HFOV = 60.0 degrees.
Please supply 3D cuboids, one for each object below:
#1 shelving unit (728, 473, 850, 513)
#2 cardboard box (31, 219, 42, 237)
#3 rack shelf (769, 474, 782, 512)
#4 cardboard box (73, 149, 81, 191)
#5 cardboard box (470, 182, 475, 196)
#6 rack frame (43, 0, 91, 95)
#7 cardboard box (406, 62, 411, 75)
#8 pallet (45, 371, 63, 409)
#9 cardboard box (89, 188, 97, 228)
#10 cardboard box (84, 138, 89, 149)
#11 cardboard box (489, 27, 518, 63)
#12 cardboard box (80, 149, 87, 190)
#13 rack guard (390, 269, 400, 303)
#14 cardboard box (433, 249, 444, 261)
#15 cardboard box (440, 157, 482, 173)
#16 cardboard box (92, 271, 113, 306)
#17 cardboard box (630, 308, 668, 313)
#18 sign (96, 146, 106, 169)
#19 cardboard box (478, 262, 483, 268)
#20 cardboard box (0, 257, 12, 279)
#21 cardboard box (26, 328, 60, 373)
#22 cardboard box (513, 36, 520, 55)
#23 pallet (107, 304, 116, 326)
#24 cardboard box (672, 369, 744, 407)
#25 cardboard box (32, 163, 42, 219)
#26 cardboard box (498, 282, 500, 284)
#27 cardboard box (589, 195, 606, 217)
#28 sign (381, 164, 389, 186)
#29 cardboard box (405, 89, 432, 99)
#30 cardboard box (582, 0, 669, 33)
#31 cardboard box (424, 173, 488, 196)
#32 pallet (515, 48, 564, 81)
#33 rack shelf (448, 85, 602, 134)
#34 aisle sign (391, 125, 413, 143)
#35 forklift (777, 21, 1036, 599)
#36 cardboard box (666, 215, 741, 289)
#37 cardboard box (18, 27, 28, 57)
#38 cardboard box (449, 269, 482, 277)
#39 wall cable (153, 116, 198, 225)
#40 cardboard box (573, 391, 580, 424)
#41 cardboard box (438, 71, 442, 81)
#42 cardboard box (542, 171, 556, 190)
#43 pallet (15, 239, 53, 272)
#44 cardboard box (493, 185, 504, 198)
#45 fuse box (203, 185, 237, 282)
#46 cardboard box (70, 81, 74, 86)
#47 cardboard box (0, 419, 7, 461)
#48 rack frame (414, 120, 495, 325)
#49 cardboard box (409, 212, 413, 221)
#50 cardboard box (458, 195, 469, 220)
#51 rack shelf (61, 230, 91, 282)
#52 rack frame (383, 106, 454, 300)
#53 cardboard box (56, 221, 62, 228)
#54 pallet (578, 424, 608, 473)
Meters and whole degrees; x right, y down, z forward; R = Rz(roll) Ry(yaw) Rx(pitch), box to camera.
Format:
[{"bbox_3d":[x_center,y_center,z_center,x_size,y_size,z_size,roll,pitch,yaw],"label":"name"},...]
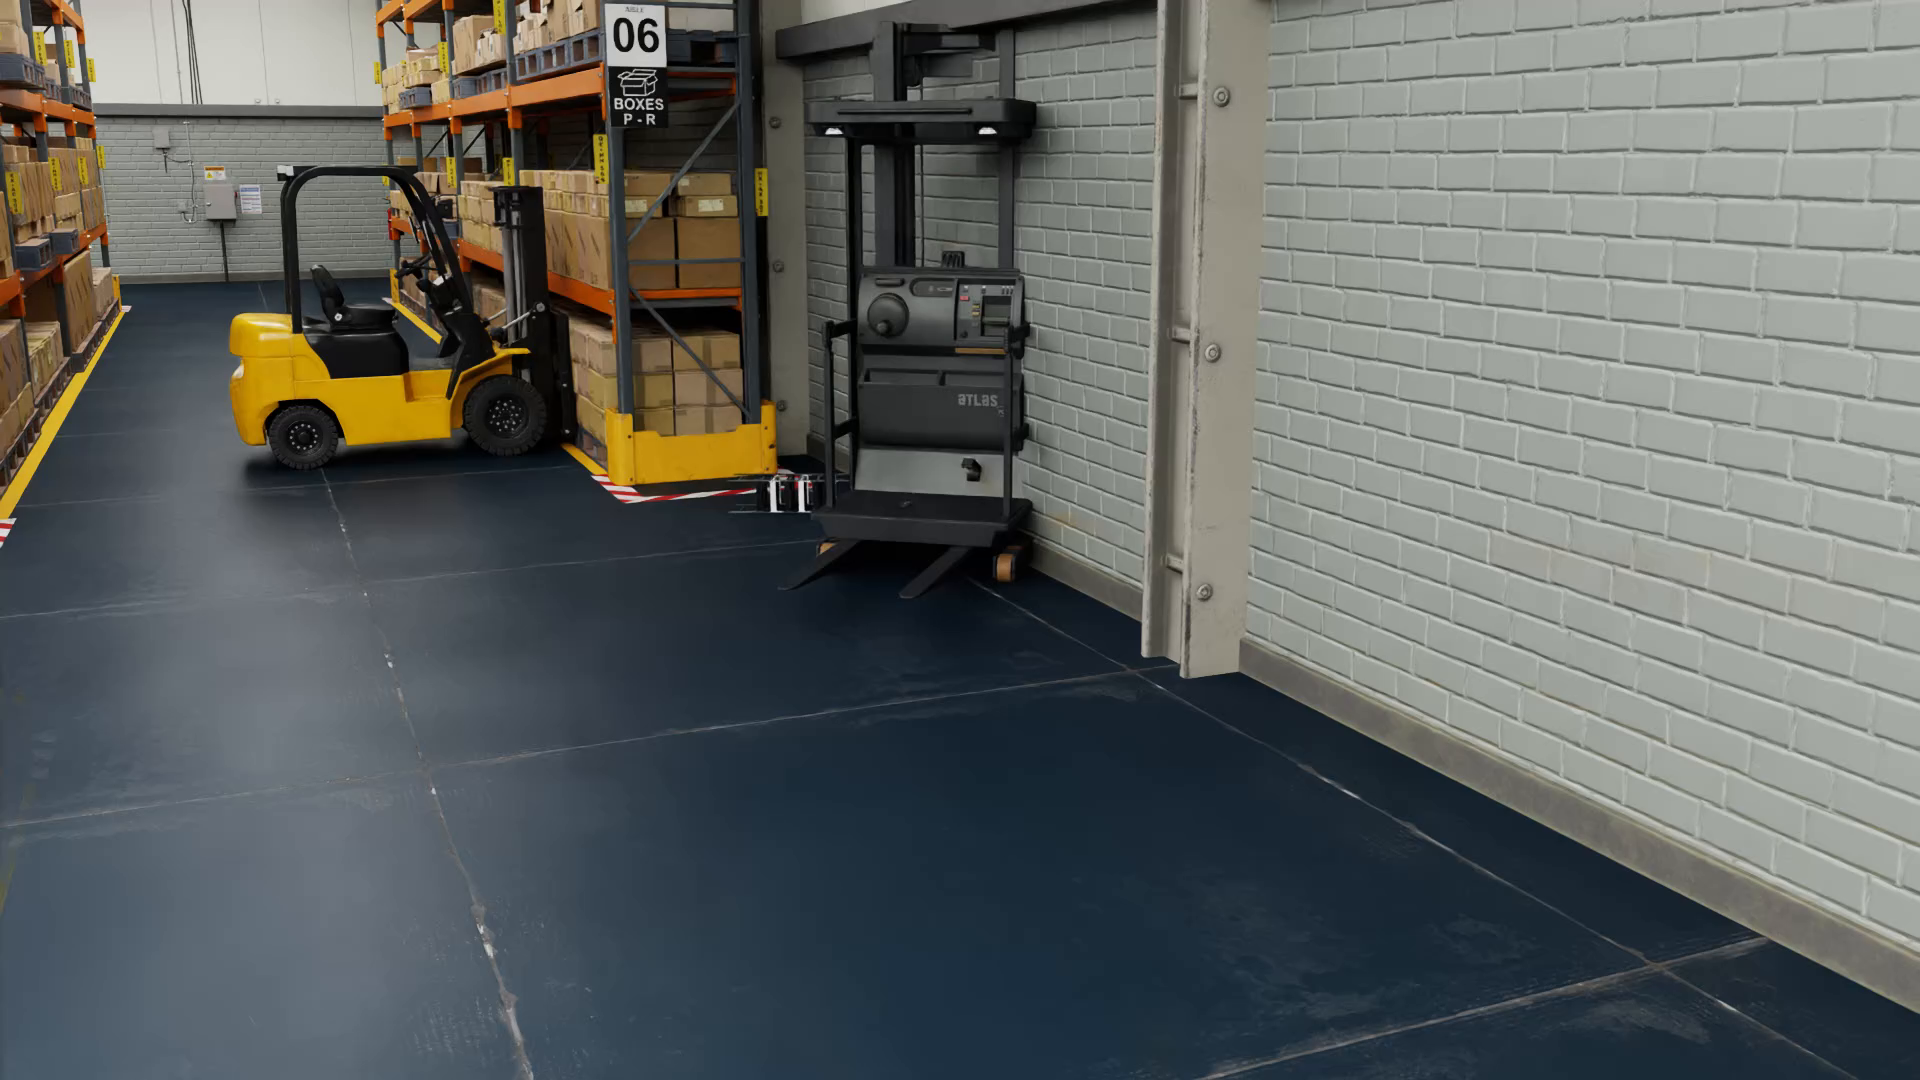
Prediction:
[{"bbox_3d":[-1.022,-0.303,10.696,0.900,0.210,0.258,0,13,2],"label":"shelving unit"},{"bbox_3d":[-8.482,-2.799,14.936,0.380,0.149,0.250,-5,14,-21],"label":"cardboard box"},{"bbox_3d":[-1.168,-0.303,10.701,0.077,0.200,0.258,0,13,2],"label":"rack shelf"},{"bbox_3d":[-10.849,-4.421,19.880,0.500,0.500,0.500,-5,14,-21],"label":"cardboard box"},{"bbox_3d":[-5.017,-3.744,17.734,0.380,0.149,0.250,-5,14,-21],"label":"cardboard box"},{"bbox_3d":[-12.861,-7.704,23.199,1.000,3.000,0.127,-6,14,-23],"label":"rack frame"},{"bbox_3d":[-6.759,-5.935,20.952,0.380,0.149,0.250,-6,14,-24],"label":"cardboard box"},{"bbox_3d":[-8.860,-1.357,15.263,1.003,0.211,1.213,-6,14,-23],"label":"pallet"},{"bbox_3d":[-11.598,-4.332,21.712,0.500,0.500,0.500,-6,14,-23],"label":"cardboard box"},{"bbox_3d":[-12.166,-5.425,22.781,0.380,0.149,0.250,-5,14,-22],"label":"cardboard box"},{"bbox_3d":[-4.020,-4.550,15.268,0.500,0.311,0.500,-6,14,-25],"label":"cardboard box"},{"bbox_3d":[-11.424,-4.716,21.154,0.500,0.500,0.500,-6,14,-24],"label":"cardboard box"},{"bbox_3d":[-8.284,-3.997,26.030,1.175,0.500,0.348,-6,14,-23],"label":"rack guard"},{"bbox_3d":[-6.756,-3.759,21.973,0.380,0.149,0.250,-6,14,-24],"label":"cardboard box"},{"bbox_3d":[-7.065,-5.173,23.577,0.500,0.500,0.500,-6,14,-25],"label":"cardboard box"},{"bbox_3d":[-12.130,-3.422,22.753,0.875,0.438,0.875,-5,14,-21],"label":"cardboard box"},{"bbox_3d":[-2.726,-1.810,13.987,0.500,0.250,0.500,-6,14,-23],"label":"cardboard box"},{"bbox_3d":[-12.358,-5.507,23.918,0.100,0.325,0.005,-6,14,-23],"label":"sign"},{"bbox_3d":[-6.085,-3.553,21.744,0.380,0.149,0.250,-5,14,-22],"label":"cardboard box"},{"bbox_3d":[-7.539,-2.090,12.804,0.380,0.149,0.250,-5,14,-22],"label":"cardboard box"},{"bbox_3d":[-9.136,-1.783,15.819,0.950,0.372,0.625,-6,14,-24],"label":"cardboard box"},{"bbox_3d":[-3.606,-4.223,14.217,0.380,0.149,0.250,-5,14,-22],"label":"cardboard box"},{"bbox_3d":[-11.984,-3.013,22.419,1.003,0.211,1.213,-6,14,-23],"label":"pallet"},{"bbox_3d":[-1.903,-1.149,12.241,0.500,0.250,0.500,-5,14,-22],"label":"cardboard box"},{"bbox_3d":[-8.581,-3.135,14.950,0.500,0.500,0.500,-6,14,-25],"label":"cardboard box"},{"bbox_3d":[-5.411,-2.889,20.312,0.500,0.500,0.500,-5,14,-20],"label":"cardboard box"},{"bbox_3d":[-2.430,-2.386,11.866,0.380,0.149,0.250,-5,14,-22],"label":"cardboard box"},{"bbox_3d":[-8.811,-5.603,25.507,0.100,0.325,0.005,-6,14,-23],"label":"sign"},{"bbox_3d":[-7.135,-6.014,22.224,0.500,0.250,0.500,-6,14,-23],"label":"cardboard box"},{"bbox_3d":[-2.305,-3.758,11.425,0.500,0.500,0.500,-5,14,-21],"label":"cardboard box"},{"bbox_3d":[-6.201,-4.268,20.505,0.700,0.500,0.500,-6,14,-23],"label":"cardboard box"},{"bbox_3d":[-3.142,-3.995,14.025,1.003,0.211,1.213,-6,14,-23],"label":"pallet"},{"bbox_3d":[-4.308,-4.275,16.632,1.077,0.370,4.000,-6,14,-23],"label":"rack shelf"},{"bbox_3d":[-8.611,-6.484,25.469,0.394,0.787,0.004,-6,14,-23],"label":"aisle sign"},{"bbox_3d":[-0.159,-1.291,8.950,1.130,2.935,3.031,3,13,14],"label":"forklift"},{"bbox_3d":[-1.849,-2.101,12.073,0.500,0.500,0.500,-5,14,-21],"label":"cardboard box"},{"bbox_3d":[-8.125,-4.157,13.925,0.500,0.250,0.500,-6,14,-24],"label":"cardboard box"},{"bbox_3d":[-6.045,-3.236,20.373,0.380,0.149,0.250,-6,14,-26],"label":"cardboard box"},{"bbox_3d":[-13.846,-6.570,29.349,0.588,1.984,0.122,-6,14,-23],"label":"wall cable"},{"bbox_3d":[-2.765,-1.066,12.990,0.500,0.250,0.500,-5,14,-22],"label":"cardboard box"},{"bbox_3d":[-5.964,-5.480,19.690,0.380,0.149,0.250,-5,14,-21],"label":"cardboard box"},{"bbox_3d":[-3.216,-2.957,13.672,0.380,0.149,0.250,-6,14,-24],"label":"cardboard box"},{"bbox_3d":[-8.227,-2.380,13.924,1.003,0.211,1.213,-6,14,-23],"label":"pallet"},{"bbox_3d":[-4.244,-3.316,15.883,0.380,0.149,0.250,-6,14,-25],"label":"cardboard box"},{"bbox_3d":[-13.158,-5.476,29.735,0.539,1.711,0.414,-6,14,-23],"label":"fuse box"},{"bbox_3d":[-12.357,-6.209,22.798,0.380,0.149,0.250,-7,15,-27],"label":"cardboard box"},{"bbox_3d":[-6.719,-0.638,11.142,0.500,0.250,0.500,-5,14,-21],"label":"cardboard box"},{"bbox_3d":[-6.712,-4.404,22.245,1.000,3.000,0.127,-6,14,-23],"label":"rack frame"},{"bbox_3d":[-7.530,-4.535,23.368,0.380,0.149,0.250,-6,14,-24],"label":"cardboard box"},{"bbox_3d":[-5.178,-3.632,18.134,0.500,0.250,0.500,-6,14,-23],"label":"cardboard box"},{"bbox_3d":[-10.457,-3.191,18.601,1.077,0.370,4.000,-6,14,-23],"label":"rack shelf"},{"bbox_3d":[-8.314,-5.230,25.816,1.000,3.000,0.127,-6,14,-23],"label":"rack frame"},{"bbox_3d":[-9.622,-3.179,17.286,0.500,0.250,0.500,-6,14,-24],"label":"cardboard box"},{"bbox_3d":[-2.250,-0.720,12.514,1.003,0.211,1.213,-6,14,-23],"label":"pallet"}]
